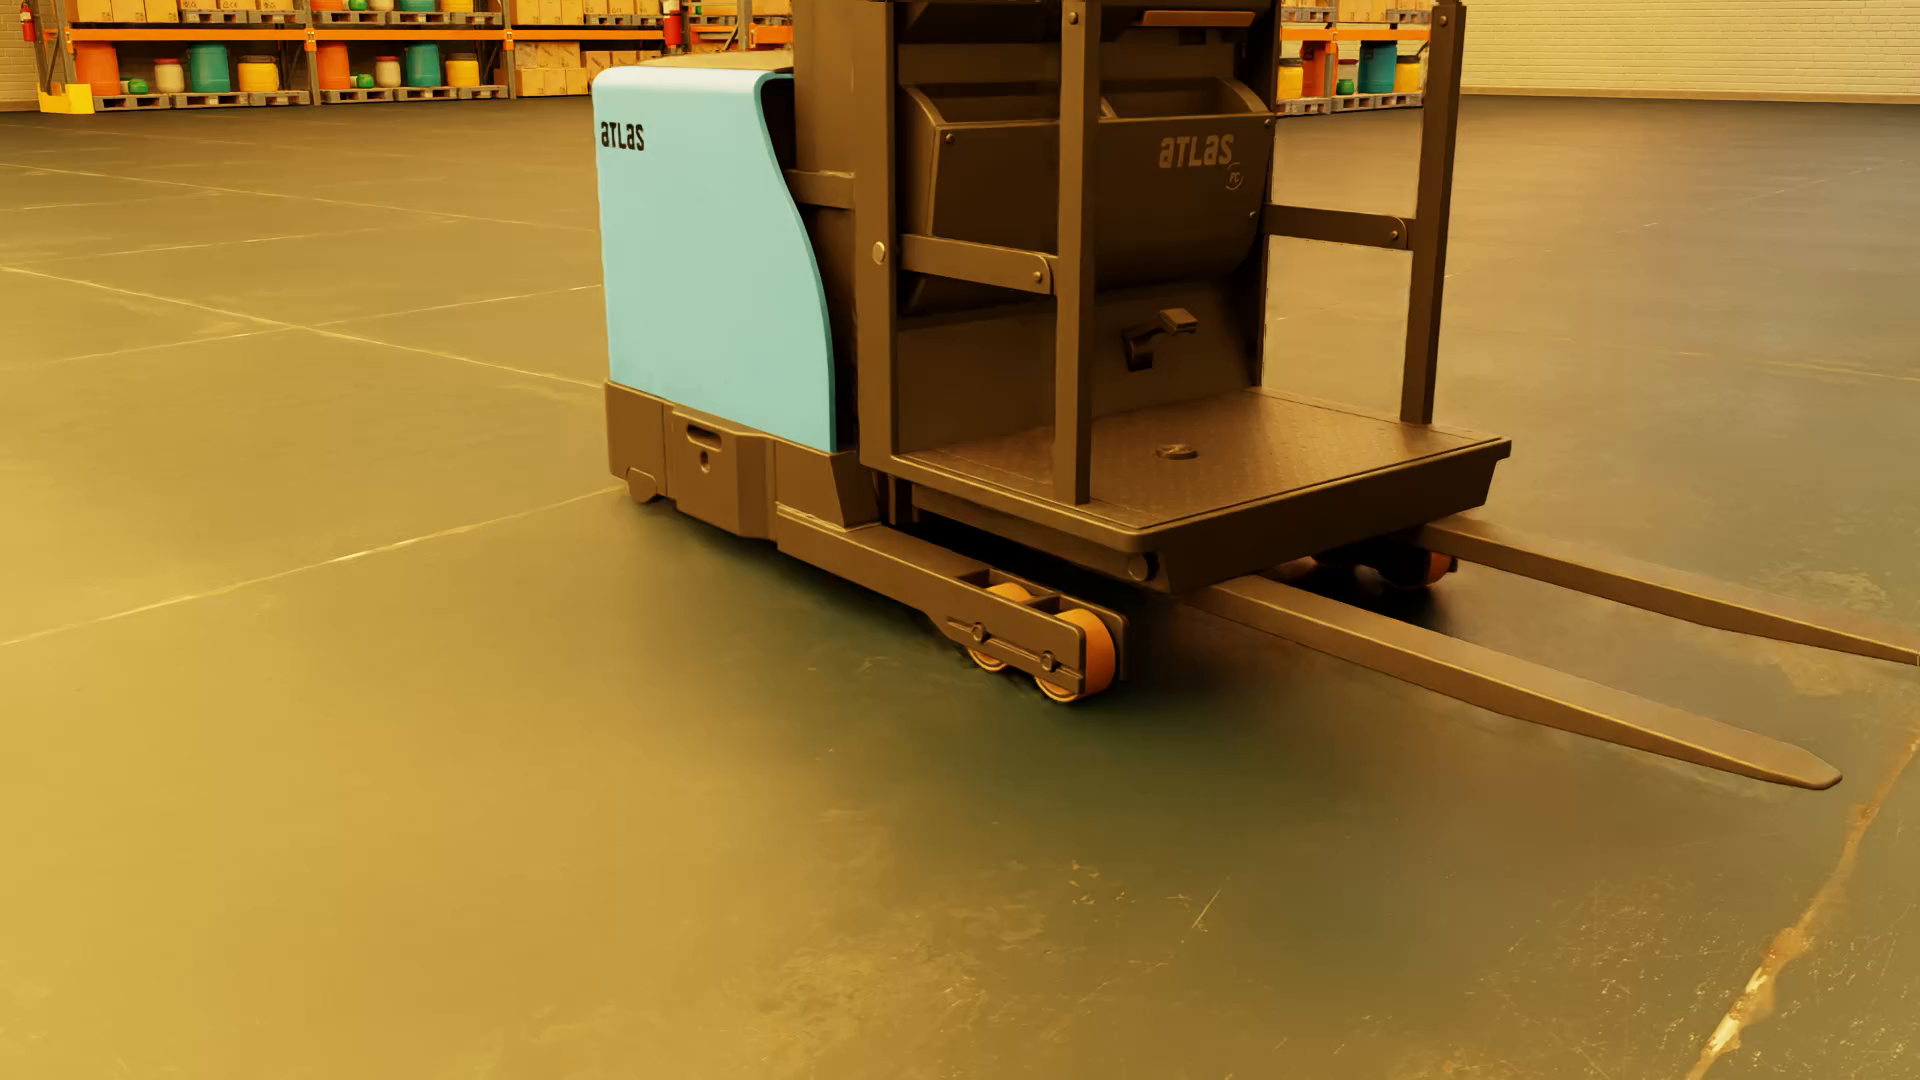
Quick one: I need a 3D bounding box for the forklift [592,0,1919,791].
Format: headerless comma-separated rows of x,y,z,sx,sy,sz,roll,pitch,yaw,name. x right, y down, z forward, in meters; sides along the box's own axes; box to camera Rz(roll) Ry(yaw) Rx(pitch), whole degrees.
0.412,-1.275,3.096,1.130,2.935,3.031,-13,21,-37,forklift
